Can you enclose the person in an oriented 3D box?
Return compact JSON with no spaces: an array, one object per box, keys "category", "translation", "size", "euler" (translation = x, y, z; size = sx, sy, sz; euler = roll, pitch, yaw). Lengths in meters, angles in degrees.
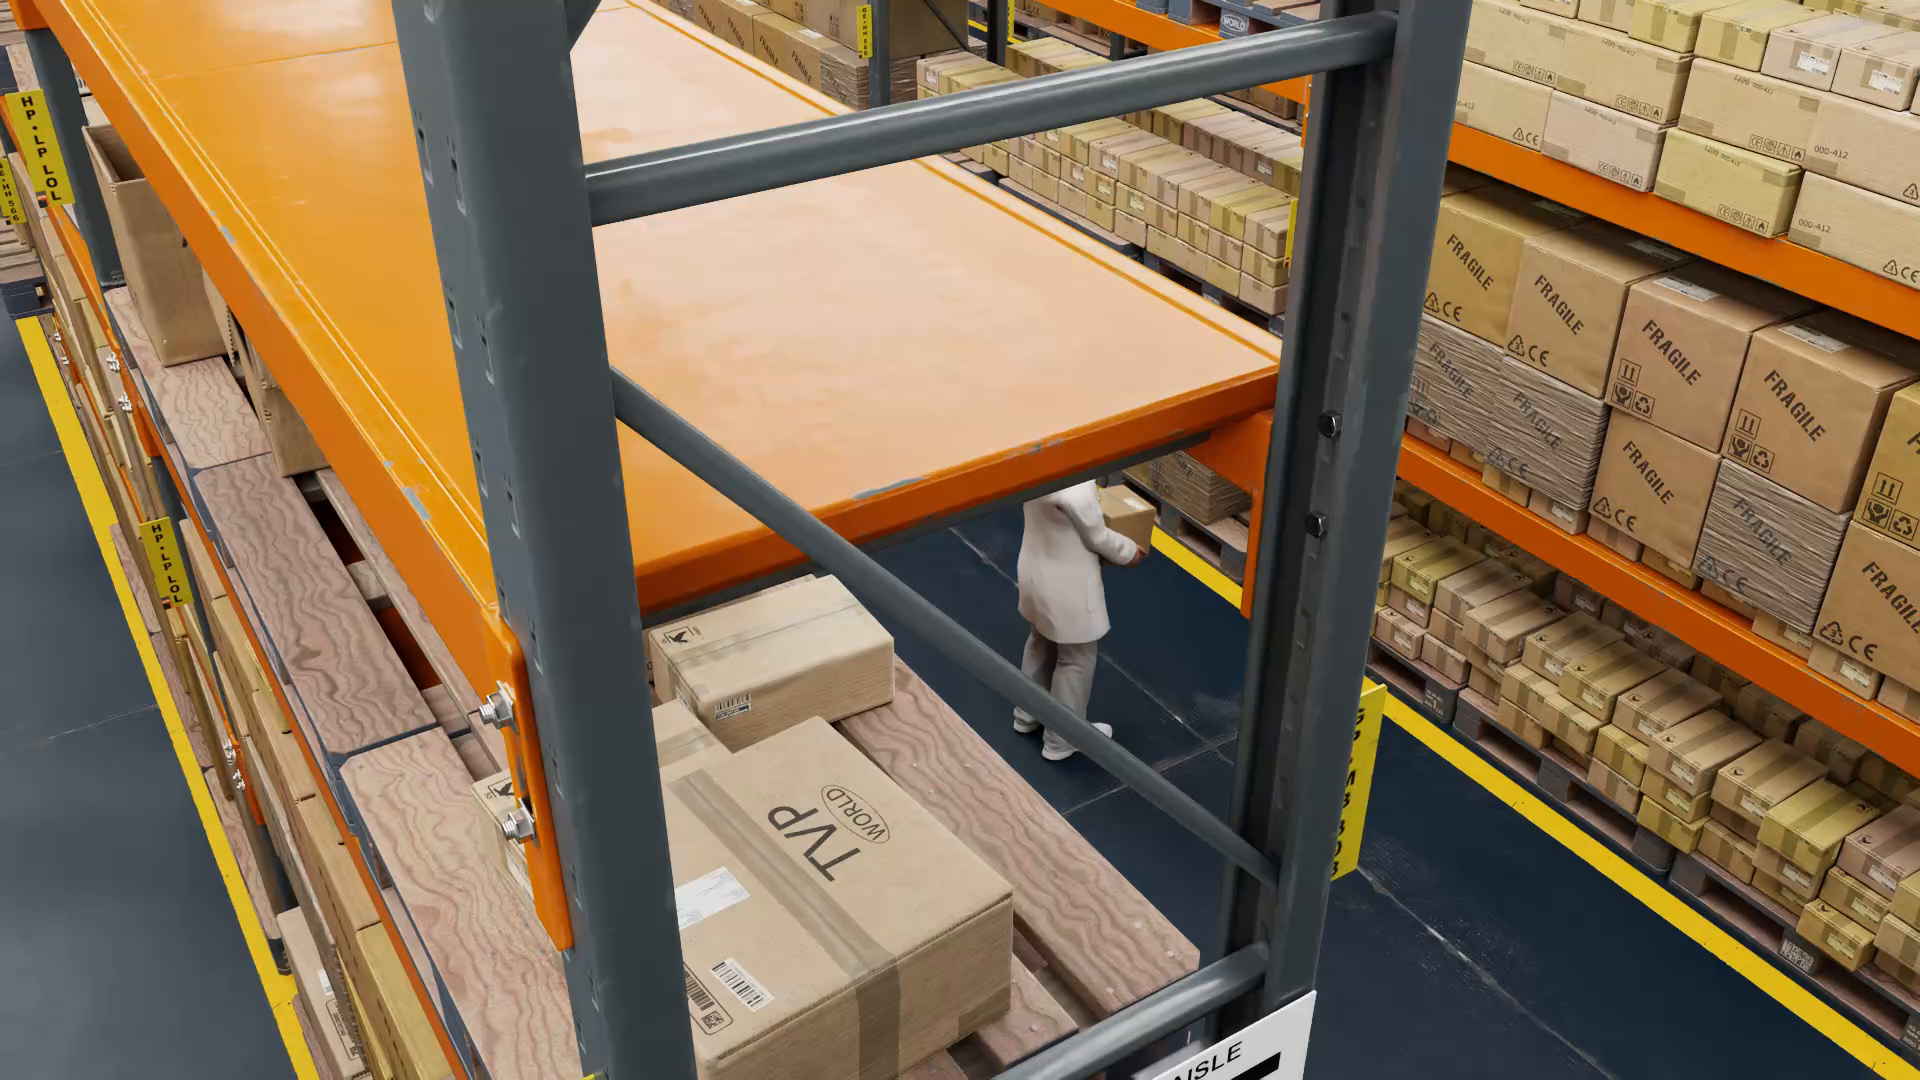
[{"category":"person","translation":[0.527,0.136,7.441],"size":[0.550,1.774,0.529],"euler":[-18,37,-26]}]
